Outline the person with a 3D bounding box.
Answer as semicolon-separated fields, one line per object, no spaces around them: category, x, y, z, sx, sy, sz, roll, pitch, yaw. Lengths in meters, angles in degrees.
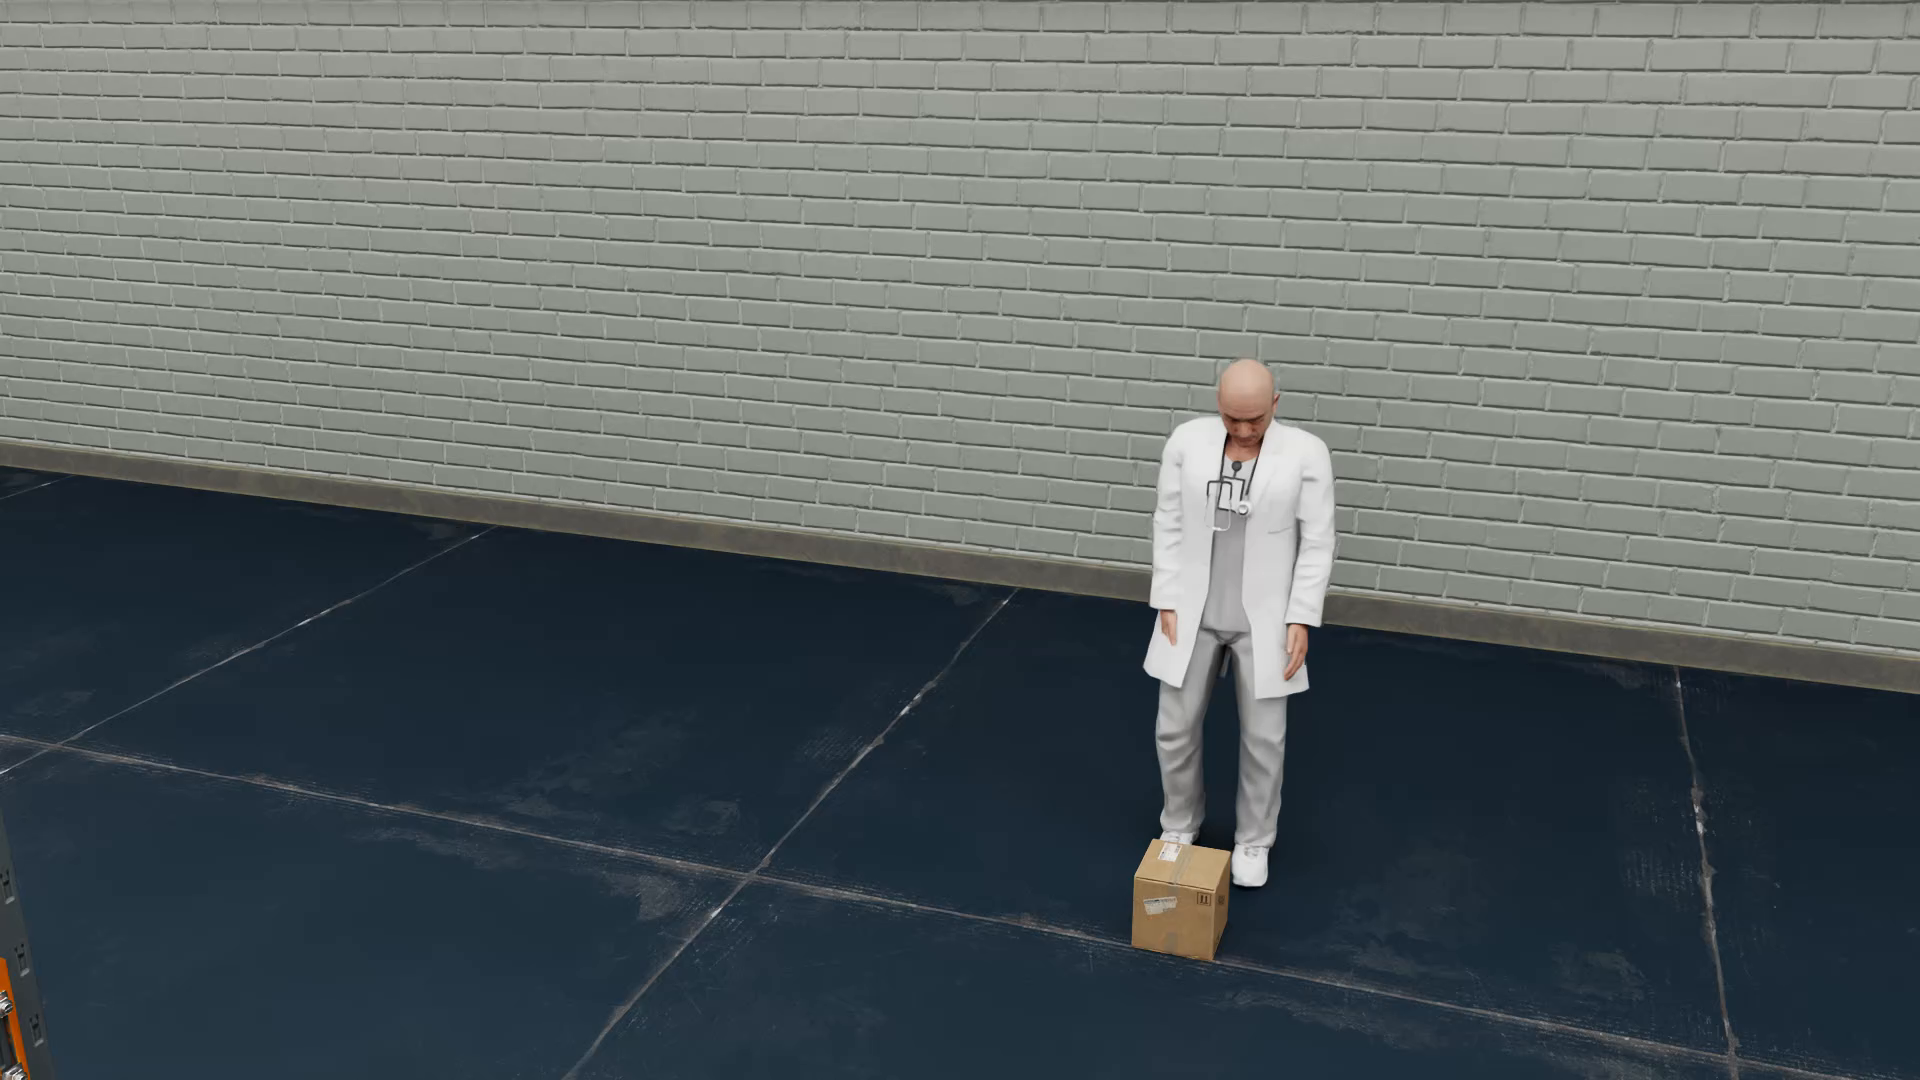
person;0.891;0.263;5.364;0.583;1.746;0.401;7;20;20
